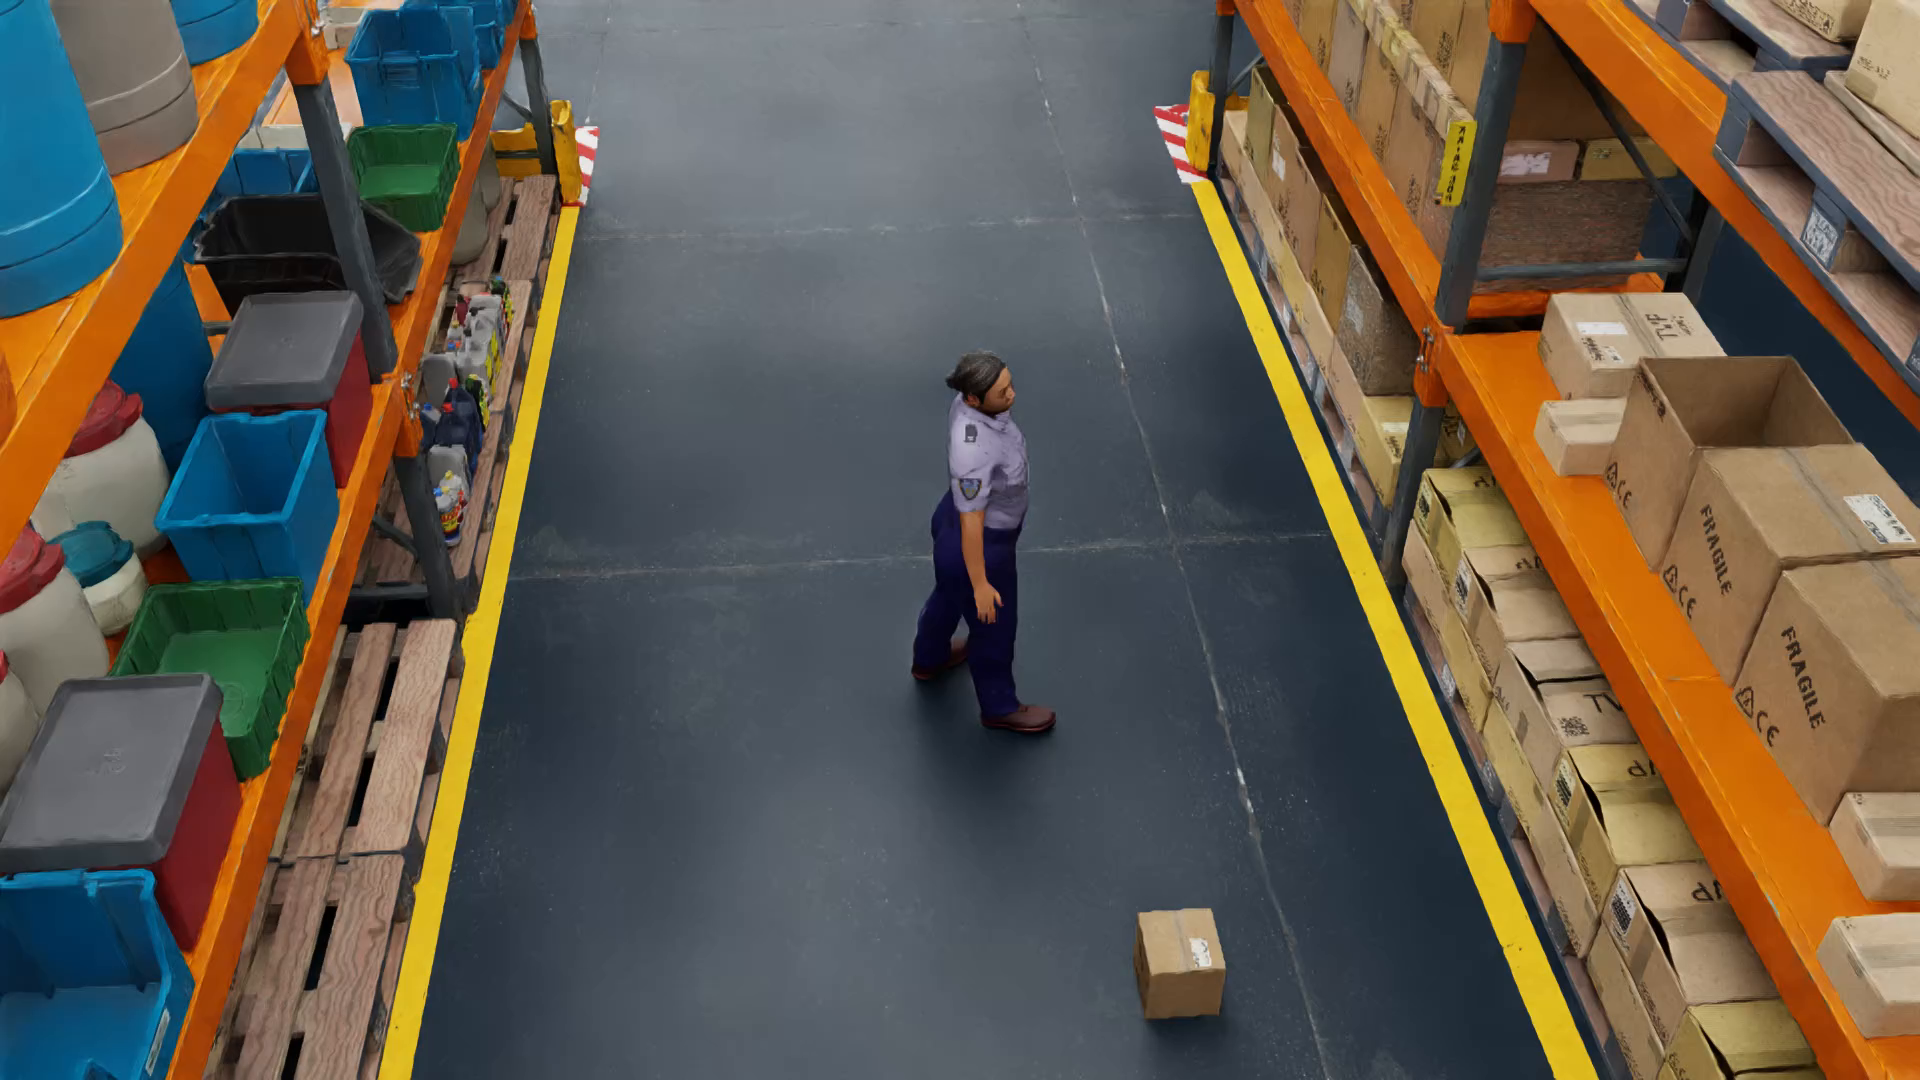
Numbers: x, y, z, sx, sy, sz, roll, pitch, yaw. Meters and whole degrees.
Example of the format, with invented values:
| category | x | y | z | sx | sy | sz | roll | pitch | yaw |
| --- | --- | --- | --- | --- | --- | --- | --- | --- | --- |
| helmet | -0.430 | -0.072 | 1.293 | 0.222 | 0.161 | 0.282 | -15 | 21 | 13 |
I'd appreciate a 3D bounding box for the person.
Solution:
| category | x | y | z | sx | sy | sz | roll | pitch | yaw |
| --- | --- | --- | --- | --- | --- | --- | --- | --- | --- |
| person | 0.091 | 0.004 | 6.139 | 0.571 | 1.636 | 0.671 | -1 | 39 | -1 |
